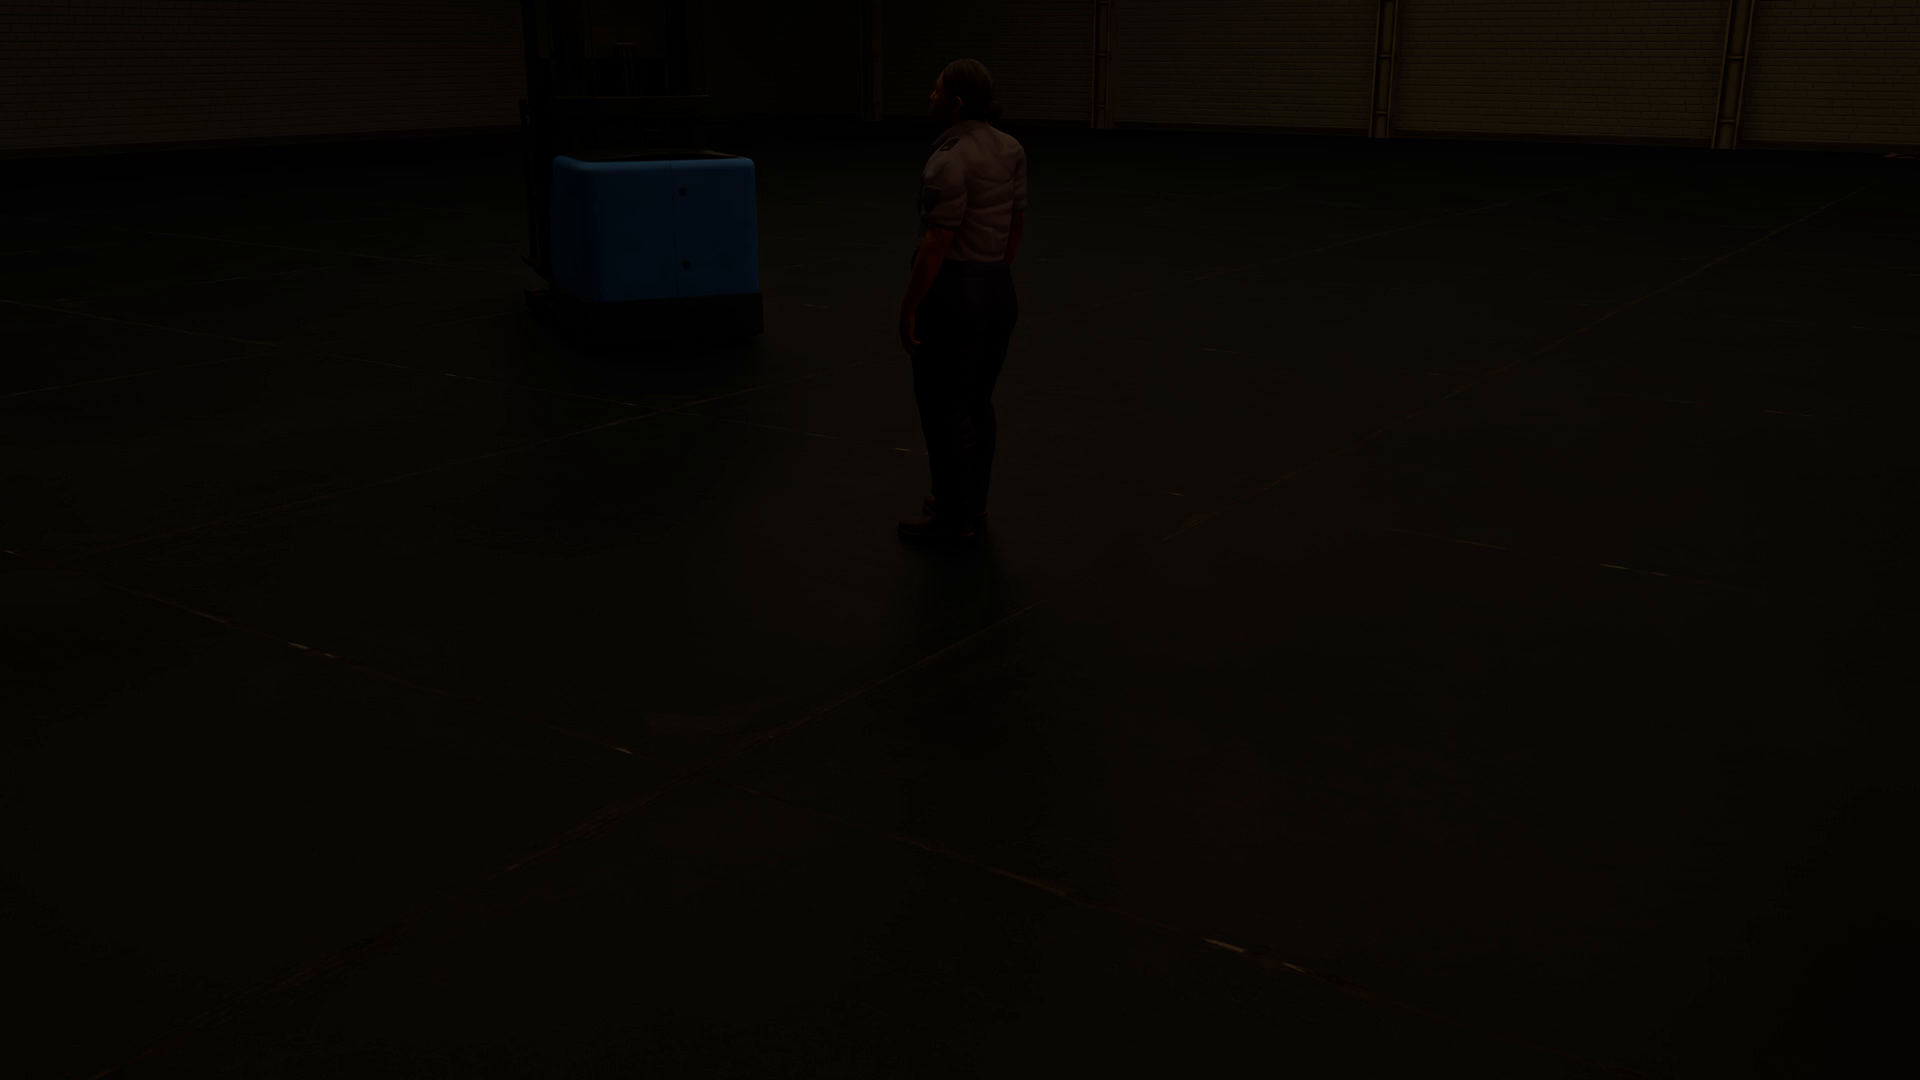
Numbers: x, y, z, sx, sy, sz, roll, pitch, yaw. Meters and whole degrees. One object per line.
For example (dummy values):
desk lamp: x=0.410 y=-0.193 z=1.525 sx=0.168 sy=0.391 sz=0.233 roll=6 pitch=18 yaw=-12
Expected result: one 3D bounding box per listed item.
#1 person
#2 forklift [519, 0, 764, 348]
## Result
person: x=-0.061 y=-0.816 z=5.778 sx=0.502 sy=1.651 sz=0.598 roll=11 pitch=20 yaw=33
forklift: x=-2.211 y=-2.881 z=10.466 sx=1.130 sy=2.935 sz=3.031 roll=-7 pitch=18 yaw=-23
